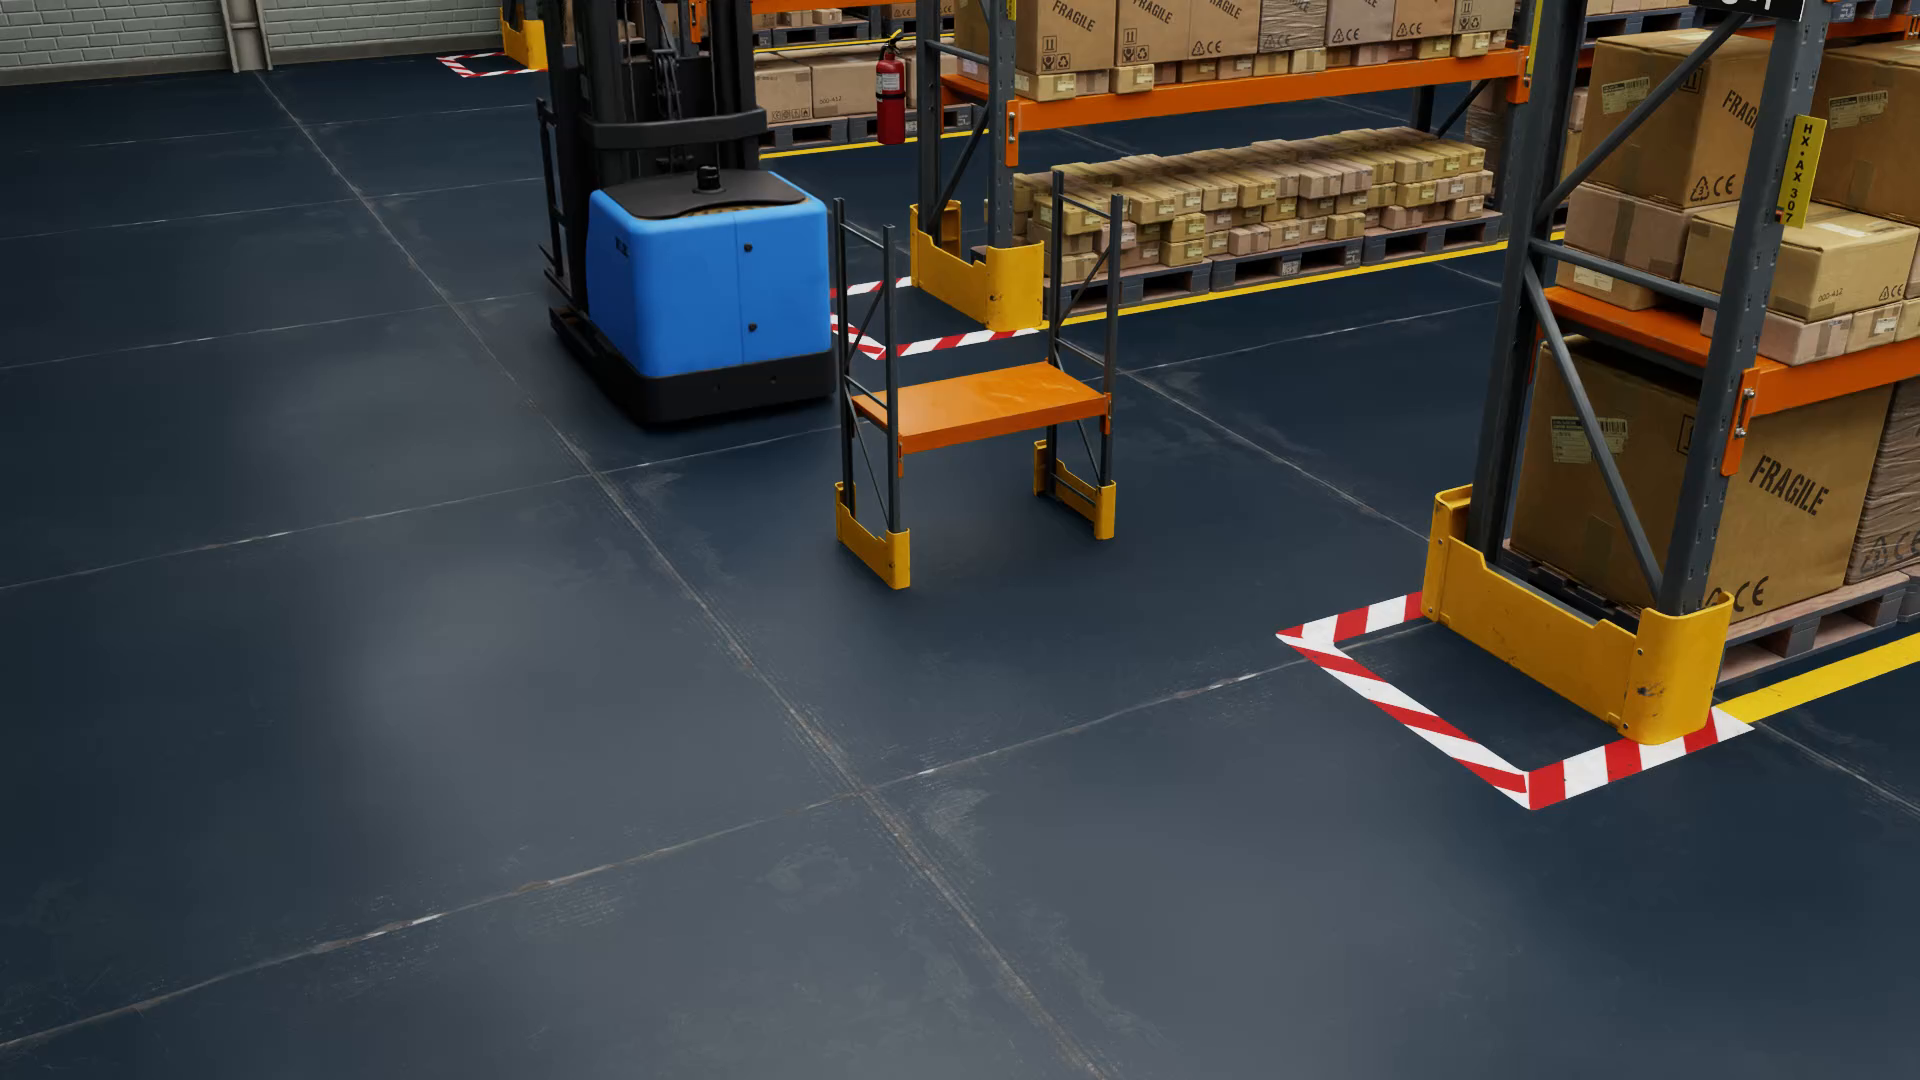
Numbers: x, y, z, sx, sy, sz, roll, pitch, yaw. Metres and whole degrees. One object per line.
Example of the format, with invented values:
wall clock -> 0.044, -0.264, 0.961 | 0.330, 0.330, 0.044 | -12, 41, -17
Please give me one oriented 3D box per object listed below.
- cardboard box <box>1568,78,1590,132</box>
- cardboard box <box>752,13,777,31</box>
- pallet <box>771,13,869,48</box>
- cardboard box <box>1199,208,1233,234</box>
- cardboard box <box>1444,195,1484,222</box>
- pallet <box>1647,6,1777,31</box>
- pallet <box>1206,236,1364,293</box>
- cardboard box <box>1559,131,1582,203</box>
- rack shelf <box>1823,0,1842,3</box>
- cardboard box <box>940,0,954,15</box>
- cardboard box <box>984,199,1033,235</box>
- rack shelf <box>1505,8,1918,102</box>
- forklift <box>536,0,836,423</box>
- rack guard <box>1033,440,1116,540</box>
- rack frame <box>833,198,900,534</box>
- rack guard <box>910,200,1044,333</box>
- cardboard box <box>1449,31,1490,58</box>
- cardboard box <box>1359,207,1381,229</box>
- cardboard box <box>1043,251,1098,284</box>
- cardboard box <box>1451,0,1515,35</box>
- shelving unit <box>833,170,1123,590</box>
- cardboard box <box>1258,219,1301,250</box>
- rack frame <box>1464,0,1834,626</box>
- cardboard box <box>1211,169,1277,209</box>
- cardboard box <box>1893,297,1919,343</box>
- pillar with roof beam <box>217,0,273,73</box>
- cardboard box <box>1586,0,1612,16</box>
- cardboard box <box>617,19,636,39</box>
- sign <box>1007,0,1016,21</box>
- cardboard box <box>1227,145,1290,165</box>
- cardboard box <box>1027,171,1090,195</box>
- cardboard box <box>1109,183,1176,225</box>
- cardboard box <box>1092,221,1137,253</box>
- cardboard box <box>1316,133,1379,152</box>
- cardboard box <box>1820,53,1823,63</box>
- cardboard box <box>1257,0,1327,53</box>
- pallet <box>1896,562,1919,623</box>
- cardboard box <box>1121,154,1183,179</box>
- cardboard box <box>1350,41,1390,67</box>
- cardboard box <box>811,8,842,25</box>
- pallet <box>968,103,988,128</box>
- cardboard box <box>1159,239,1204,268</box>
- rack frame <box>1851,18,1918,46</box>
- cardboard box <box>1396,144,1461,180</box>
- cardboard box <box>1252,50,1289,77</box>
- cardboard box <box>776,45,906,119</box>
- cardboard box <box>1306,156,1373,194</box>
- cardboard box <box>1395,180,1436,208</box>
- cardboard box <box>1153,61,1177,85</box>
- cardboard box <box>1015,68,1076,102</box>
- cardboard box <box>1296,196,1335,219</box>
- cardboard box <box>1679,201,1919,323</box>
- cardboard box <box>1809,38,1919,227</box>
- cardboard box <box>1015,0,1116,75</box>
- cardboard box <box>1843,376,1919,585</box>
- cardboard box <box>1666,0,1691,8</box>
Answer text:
cardboard box -> 4.328, -3.072, 11.719 | 0.500, 0.250, 0.500 | -14, 29, -27
cardboard box -> -2.463, -6.093, 18.878 | 0.500, 0.500, 0.700 | -14, 29, -27
pallet -> -1.813, -5.990, 19.482 | 1.213, 0.211, 1.003 | -13, 29, -25
cardboard box -> 1.514, -2.073, 10.567 | 0.250, 0.149, 0.380 | -14, 29, -28
cardboard box -> 3.366, -2.316, 11.417 | 0.250, 0.149, 0.380 | -13, 28, -24
pallet -> 5.353, -3.931, 12.194 | 1.213, 0.211, 1.003 | -13, 29, -25
pallet -> 1.897, -1.964, 11.097 | 1.213, 0.211, 1.003 | -13, 29, -25
cardboard box -> 4.328, -2.733, 11.880 | 0.500, 0.500, 0.500 | -12, 28, -23
rack shelf -> 4.031, -2.327, 5.998 | 4.000, 0.370, 1.077 | -13, 29, -25
cardboard box -> -0.208, -6.574, 19.879 | 0.500, 0.500, 0.500 | -13, 29, -26
cardboard box -> 0.353, -2.062, 10.544 | 0.250, 0.149, 0.380 | -14, 29, -26
rack shelf -> 5.316, -3.705, 12.332 | 4.000, 0.370, 1.077 | -13, 29, -25
forklift -> -1.748, -2.513, 9.098 | 1.130, 2.935, 3.031 | -12, 28, -23
rack guard -> 0.507, -0.230, 7.439 | 0.087, 0.250, 0.587 | -13, 29, -25
rack frame -> -0.373, -0.590, 6.746 | 0.032, 1.500, 0.500 | -13, 29, -25
rack guard -> 0.089, -1.696, 10.204 | 0.348, 0.500, 1.175 | -13, 29, -25
cardboard box -> 3.233, -3.267, 10.879 | 0.250, 0.149, 0.380 | -14, 29, -26
cardboard box -> 2.605, -2.209, 11.194 | 0.250, 0.149, 0.380 | -14, 29, -26
cardboard box -> 0.635, -1.696, 10.125 | 0.250, 0.149, 0.380 | -12, 28, -24
cardboard box -> 3.257, -3.595, 10.812 | 0.500, 0.500, 0.500 | -13, 29, -25
shelving unit -> 0.067, -0.692, 6.958 | 1.083, 1.500, 0.587 | -13, 29, -25
cardboard box -> 1.993, -2.016, 10.792 | 0.250, 0.149, 0.380 | -13, 29, -25
rack frame -> 2.267, -0.892, 5.643 | 0.127, 3.000, 1.000 | -13, 29, -25
cardboard box -> 1.796, -2.232, 10.554 | 0.250, 0.149, 0.380 | -13, 28, -24
cardboard box -> 3.187, -0.830, 5.804 | 0.250, 0.149, 0.380 | -14, 29, -26
pillar with roof beam -> -5.513, -7.427, 12.323 | 0.400, 9.000, 9.100 | -13, 29, -25
cardboard box -> 4.115, -3.602, 11.092 | 0.250, 0.149, 0.380 | -14, 29, -28
cardboard box -> -3.758, -5.636, 18.332 | 0.250, 0.149, 0.380 | -14, 29, -27
sign -> 0.277, -2.990, 9.012 | 0.005, 0.325, 0.100 | -13, 29, -25
cardboard box -> 1.995, -2.530, 11.175 | 0.250, 0.149, 0.380 | -14, 29, -27
cardboard box -> 0.618, -2.213, 10.515 | 0.250, 0.149, 0.380 | -12, 28, -24
cardboard box -> 1.113, -2.061, 10.198 | 0.250, 0.149, 0.380 | -13, 29, -25
cardboard box -> 0.873, -1.888, 10.182 | 0.250, 0.149, 0.380 | -13, 29, -25
cardboard box -> 2.679, -2.699, 11.528 | 0.250, 0.149, 0.380 | -13, 29, -26
cardboard box -> 6.601, -3.598, 12.814 | 0.500, 0.250, 0.500 | -14, 29, -26
cardboard box -> 1.893, -3.292, 10.182 | 0.500, 0.500, 0.500 | -14, 29, -26
pallet -> 4.010, -0.075, 7.162 | 1.213, 0.211, 1.003 | -13, 29, -25
cardboard box -> 1.256, -2.419, 10.944 | 0.250, 0.149, 0.380 | -12, 28, -23
cardboard box -> 2.505, -3.125, 10.584 | 0.250, 0.149, 0.380 | -14, 29, -27
cardboard box -> -1.560, -6.065, 19.225 | 0.250, 0.149, 0.380 | -14, 29, -27
pallet -> 0.425, -4.110, 15.566 | 1.213, 0.211, 1.003 | -13, 29, -25
cardboard box -> 1.320, -1.844, 10.433 | 0.250, 0.149, 0.380 | -13, 28, -24
rack frame -> 7.081, -4.436, 13.025 | 0.127, 3.000, 1.000 | -13, 29, -25
cardboard box -> 3.153, -2.555, 11.227 | 0.250, 0.149, 0.380 | -13, 28, -24
cardboard box -> 1.814, -2.972, 10.264 | 0.250, 0.149, 0.380 | -12, 28, -23
cardboard box -> -1.058, -4.073, 14.744 | 0.875, 0.438, 0.875 | -12, 28, -24
cardboard box -> 2.476, -2.388, 10.880 | 0.250, 0.149, 0.380 | -15, 29, -28
cardboard box -> 2.962, -2.353, 11.151 | 0.250, 0.149, 0.380 | -14, 29, -27
cardboard box -> 1.094, -2.842, 9.993 | 0.250, 0.149, 0.380 | -12, 28, -23
cardboard box -> 0.462, -2.635, 9.562 | 0.250, 0.149, 0.380 | -13, 29, -26
cardboard box -> 2.233, -2.233, 10.901 | 0.250, 0.149, 0.380 | -14, 29, -28
cardboard box -> 2.817, -0.953, 5.600 | 0.500, 0.250, 0.500 | -14, 29, -26
cardboard box -> 3.258, -1.393, 5.649 | 0.500, 0.500, 0.500 | -14, 29, -26
cardboard box -> 0.548, -2.972, 9.516 | 0.500, 0.500, 0.500 | -12, 28, -23
cardboard box -> 3.597, -0.470, 6.733 | 0.875, 0.875, 0.875 | -13, 29, -25
cardboard box -> 4.802, -3.761, 11.423 | 0.250, 0.149, 0.380 | -13, 28, -25
